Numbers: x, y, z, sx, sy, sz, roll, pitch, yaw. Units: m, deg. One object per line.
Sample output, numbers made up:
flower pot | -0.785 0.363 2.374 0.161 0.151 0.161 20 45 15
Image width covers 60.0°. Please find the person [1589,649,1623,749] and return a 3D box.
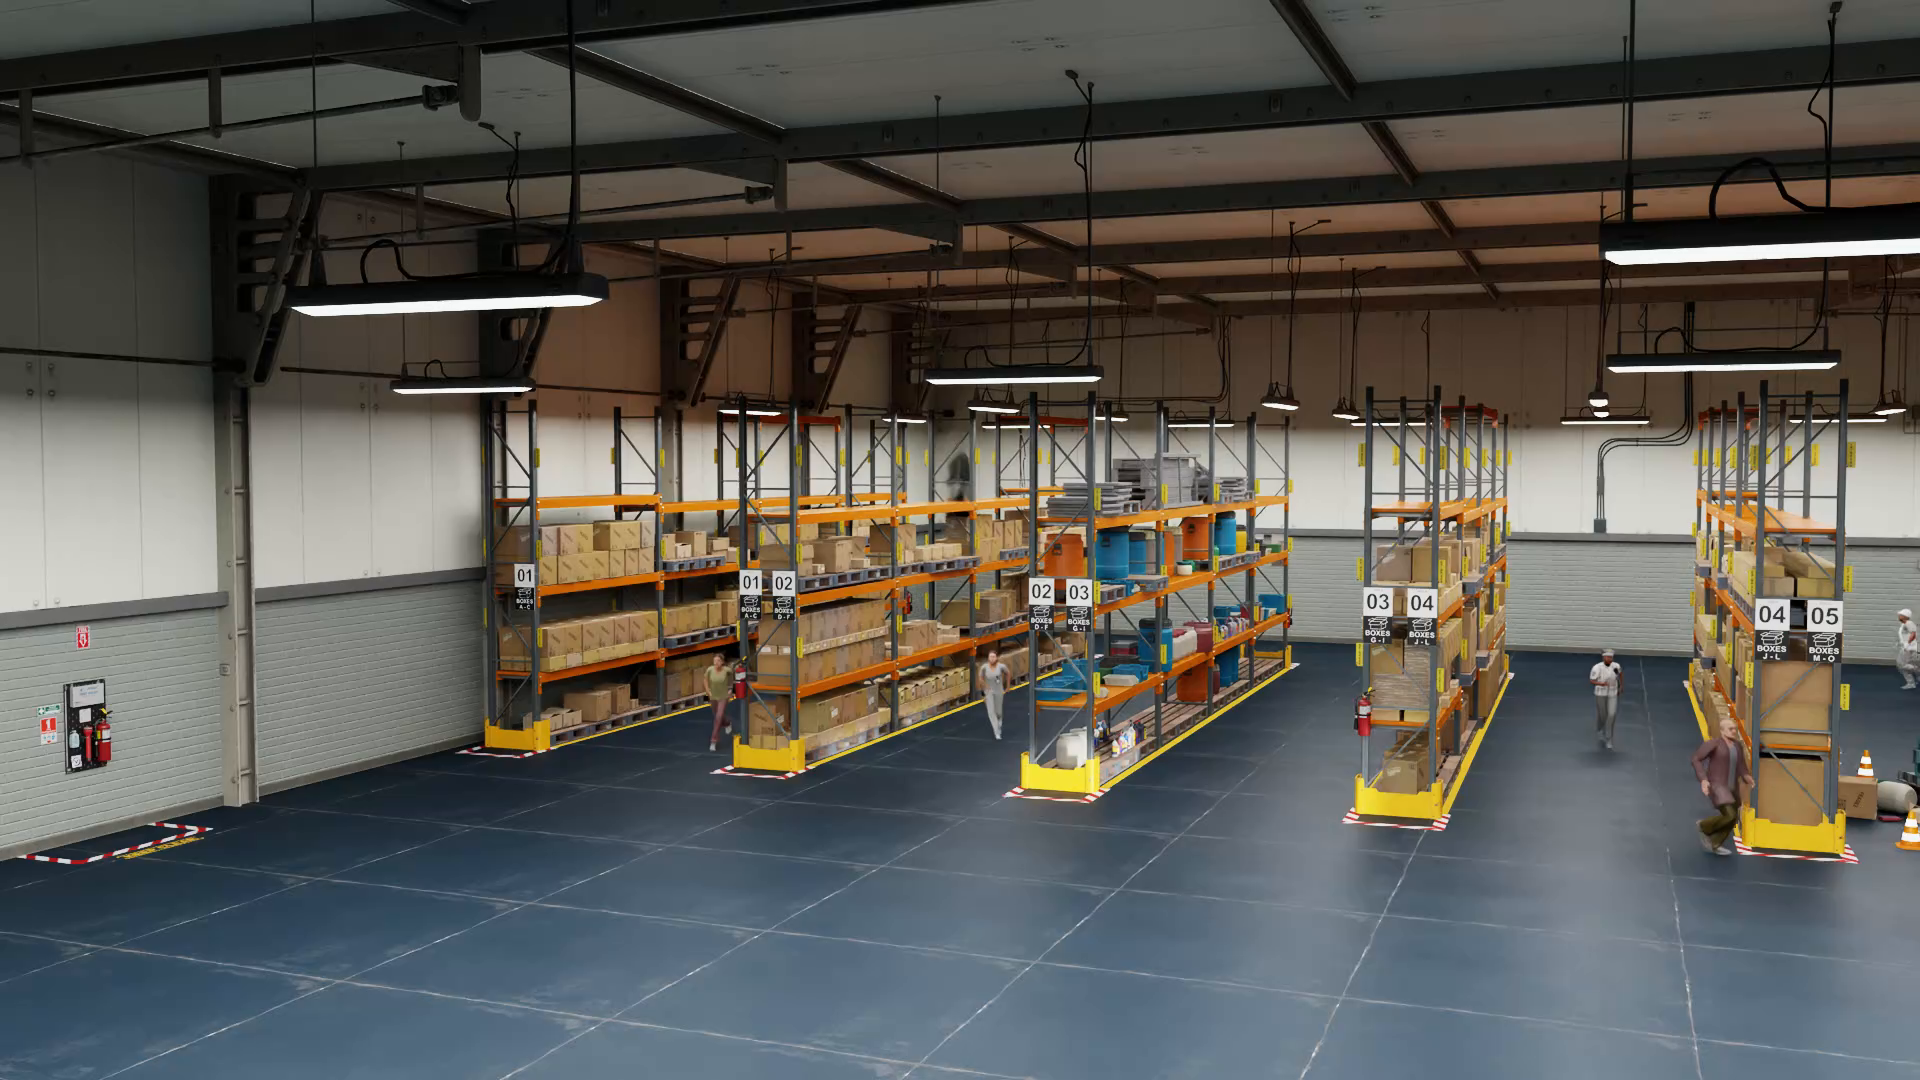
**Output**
person | 11.264 2.736 28.996 0.601 1.731 0.918 0 3 9

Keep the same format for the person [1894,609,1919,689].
person | 20.620 2.376 36.045 0.663 1.745 0.720 2 3 31

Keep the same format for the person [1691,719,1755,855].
person | 9.589 3.105 20.820 0.700 1.722 0.671 -1 3 -21

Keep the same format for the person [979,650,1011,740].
person | 0.615 2.744 29.620 0.548 1.606 0.711 0 3 9

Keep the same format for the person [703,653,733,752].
person | -4.146 2.770 28.856 0.579 1.658 1.059 1 3 10
